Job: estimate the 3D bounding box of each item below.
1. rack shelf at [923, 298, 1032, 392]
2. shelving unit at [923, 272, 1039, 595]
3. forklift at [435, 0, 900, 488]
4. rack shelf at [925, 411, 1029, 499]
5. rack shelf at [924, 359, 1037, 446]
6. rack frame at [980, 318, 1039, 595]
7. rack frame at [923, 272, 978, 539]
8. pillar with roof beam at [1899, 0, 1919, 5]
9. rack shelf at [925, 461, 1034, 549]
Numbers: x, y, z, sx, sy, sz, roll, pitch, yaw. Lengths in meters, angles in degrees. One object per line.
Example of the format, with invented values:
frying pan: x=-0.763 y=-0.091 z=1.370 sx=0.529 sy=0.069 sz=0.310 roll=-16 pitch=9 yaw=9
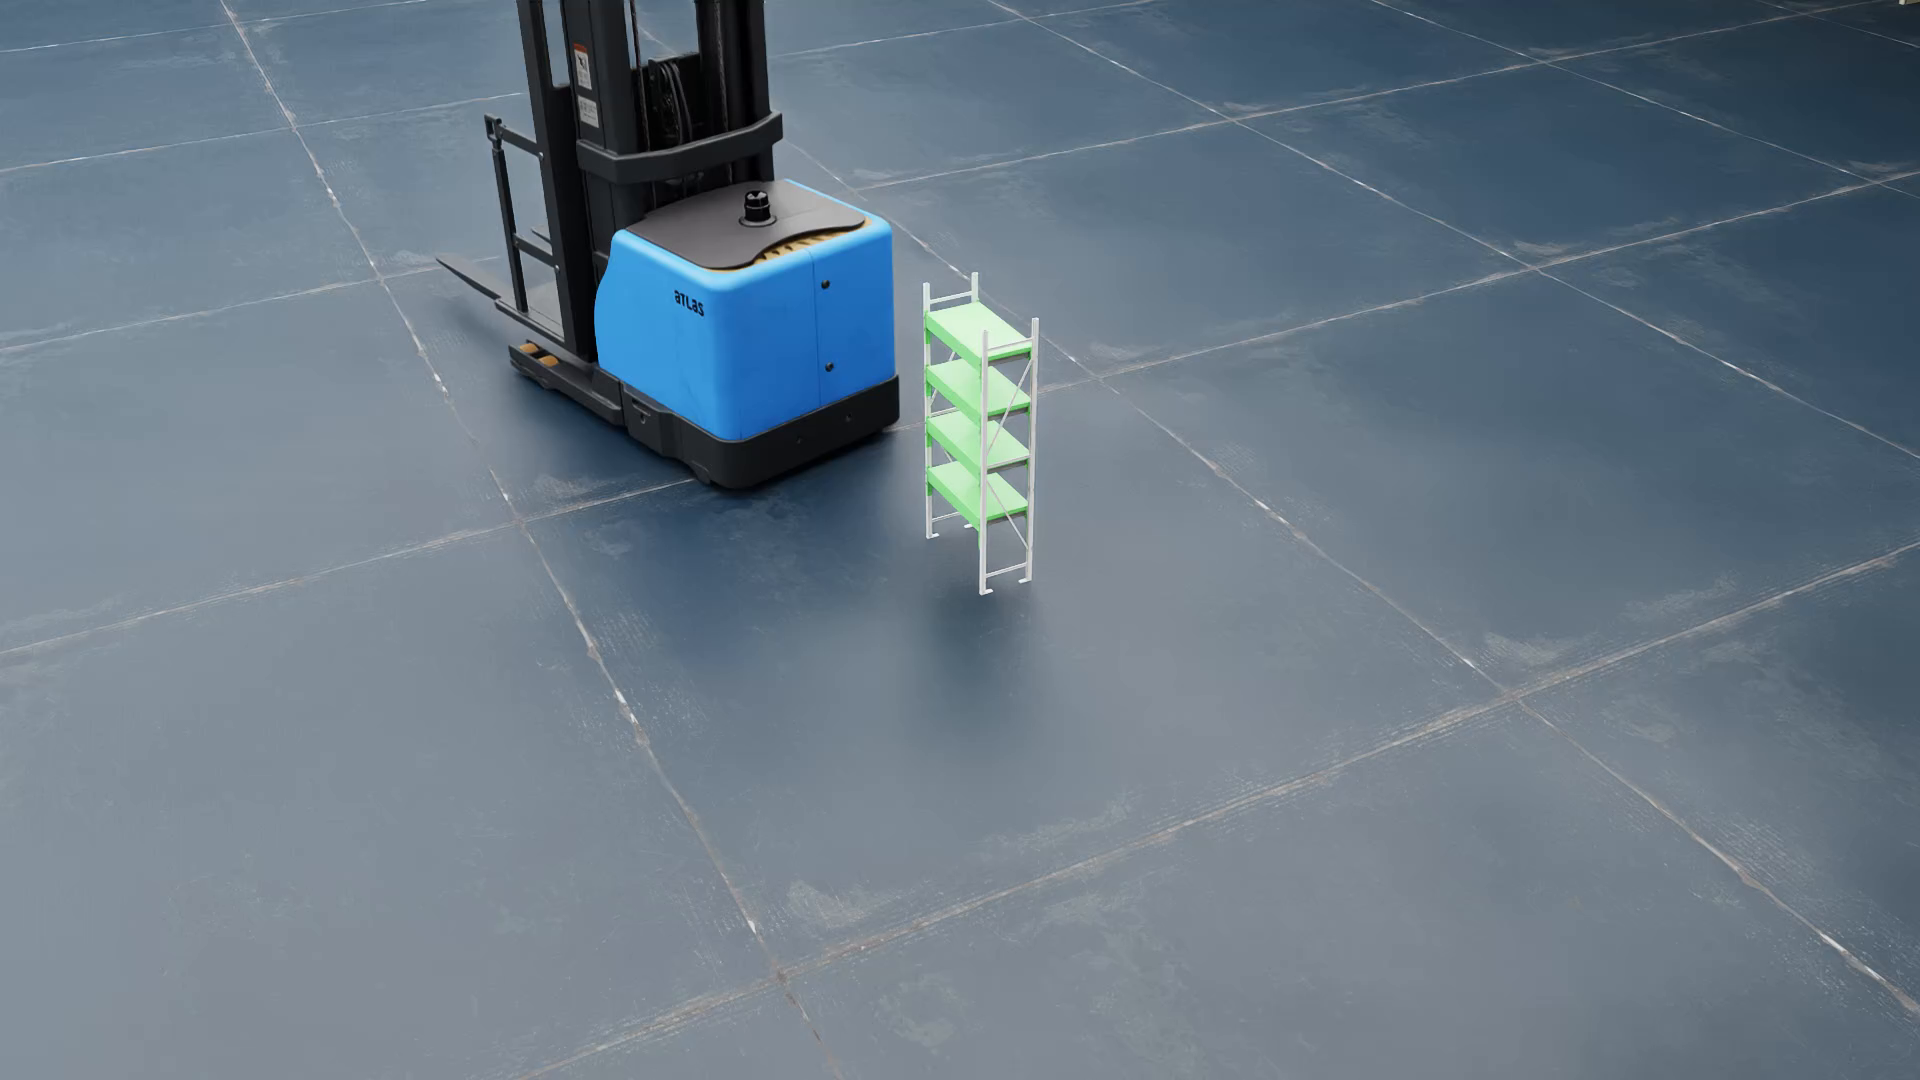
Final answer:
rack shelf: x=0.077 y=-0.777 z=6.579 sx=0.258 sy=0.148 sz=0.480 roll=-16 pitch=36 yaw=-23
shelving unit: x=0.077 y=-0.426 z=6.803 sx=0.258 sy=1.200 sz=0.503 roll=-16 pitch=36 yaw=-23
forklift: x=-1.666 y=-2.170 z=7.920 sx=1.130 sy=2.935 sz=3.031 roll=-27 pitch=41 yaw=-35
rack shelf: x=0.077 y=-0.372 z=6.837 sx=0.258 sy=0.148 sz=0.480 roll=-16 pitch=36 yaw=-23
rack shelf: x=0.077 y=-0.574 z=6.708 sx=0.258 sy=0.148 sz=0.480 roll=-16 pitch=36 yaw=-23
rack frame: x=0.191 y=-0.310 z=6.621 sx=0.240 sy=1.200 sz=0.015 roll=-16 pitch=36 yaw=-23
rack frame: x=-0.037 y=-0.543 z=6.985 sx=0.240 sy=1.200 sz=0.015 roll=-16 pitch=36 yaw=-23
pillar with roof beam: x=4.510 y=-7.531 z=10.664 sx=9.100 sy=9.000 sz=0.400 roll=-16 pitch=36 yaw=-23
rack shelf: x=0.077 y=-0.170 z=6.967 sx=0.258 sy=0.148 sz=0.480 roll=-16 pitch=36 yaw=-23
